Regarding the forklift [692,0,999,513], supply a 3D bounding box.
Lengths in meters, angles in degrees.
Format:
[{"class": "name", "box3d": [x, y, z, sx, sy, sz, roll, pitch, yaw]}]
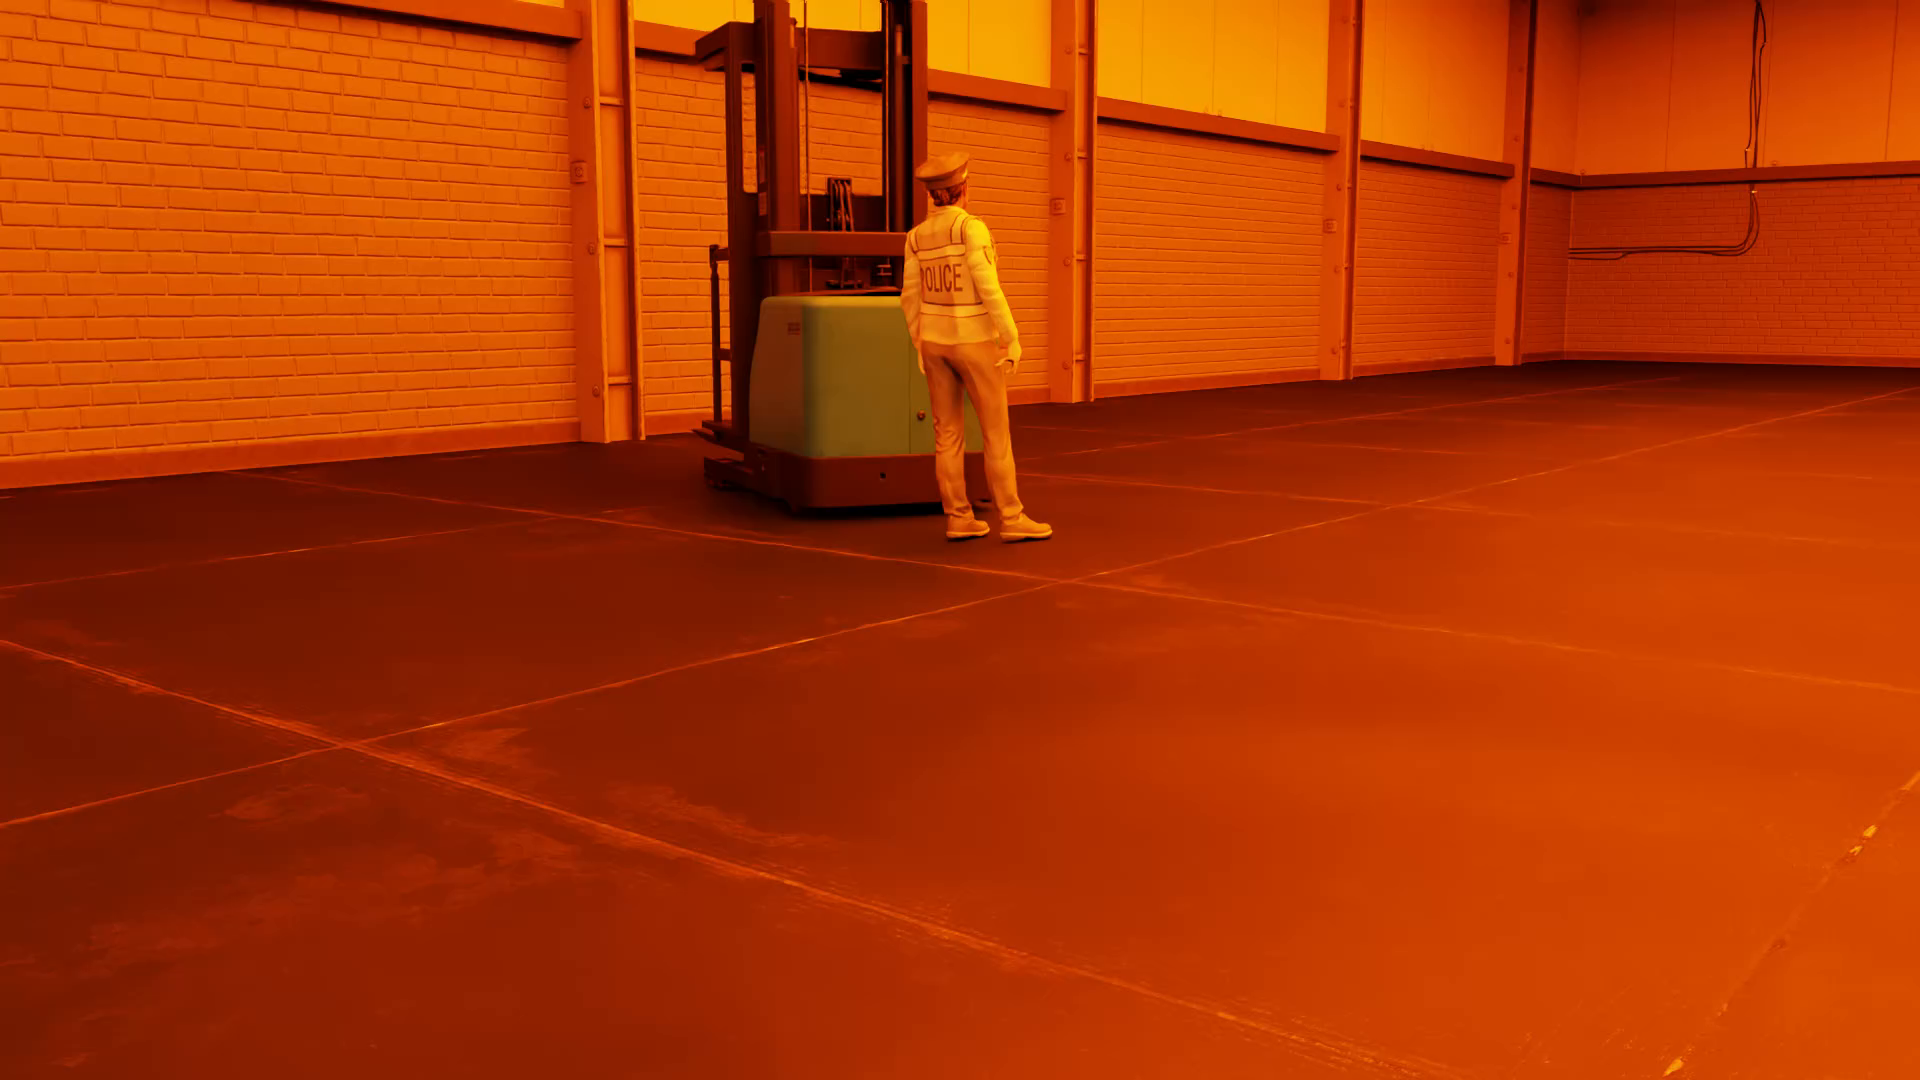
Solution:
[{"class": "forklift", "box3d": [-0.826, -1.759, 9.305, 1.130, 2.935, 3.031, -3, 9, -23]}]

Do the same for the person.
[{"class": "person", "box3d": [0.050, -0.851, 7.335, 0.591, 1.692, 0.519, 7, 11, 38]}]
